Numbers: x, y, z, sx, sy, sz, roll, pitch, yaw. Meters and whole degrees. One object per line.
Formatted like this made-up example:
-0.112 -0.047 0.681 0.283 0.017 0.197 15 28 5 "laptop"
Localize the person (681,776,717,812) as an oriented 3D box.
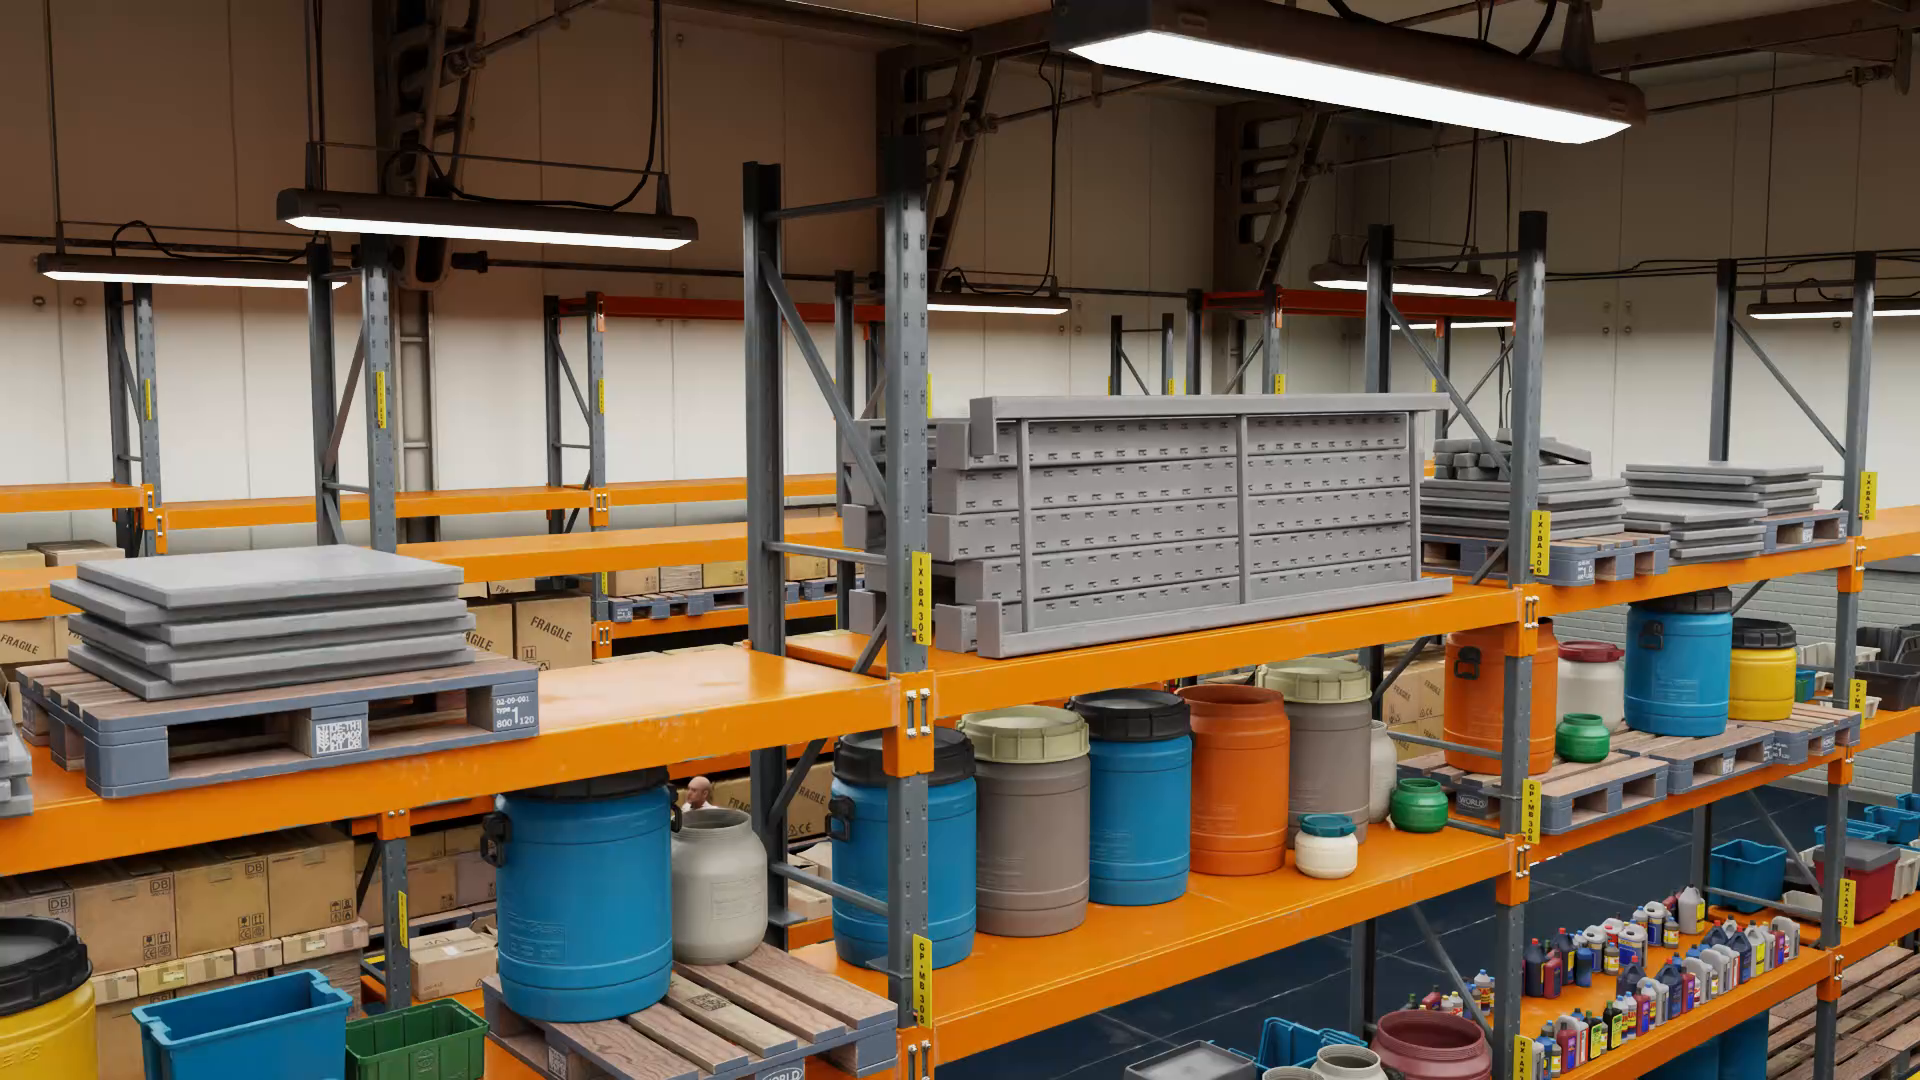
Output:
-2.253 2.909 14.465 0.737 1.738 0.675 5 7 41 "person"
